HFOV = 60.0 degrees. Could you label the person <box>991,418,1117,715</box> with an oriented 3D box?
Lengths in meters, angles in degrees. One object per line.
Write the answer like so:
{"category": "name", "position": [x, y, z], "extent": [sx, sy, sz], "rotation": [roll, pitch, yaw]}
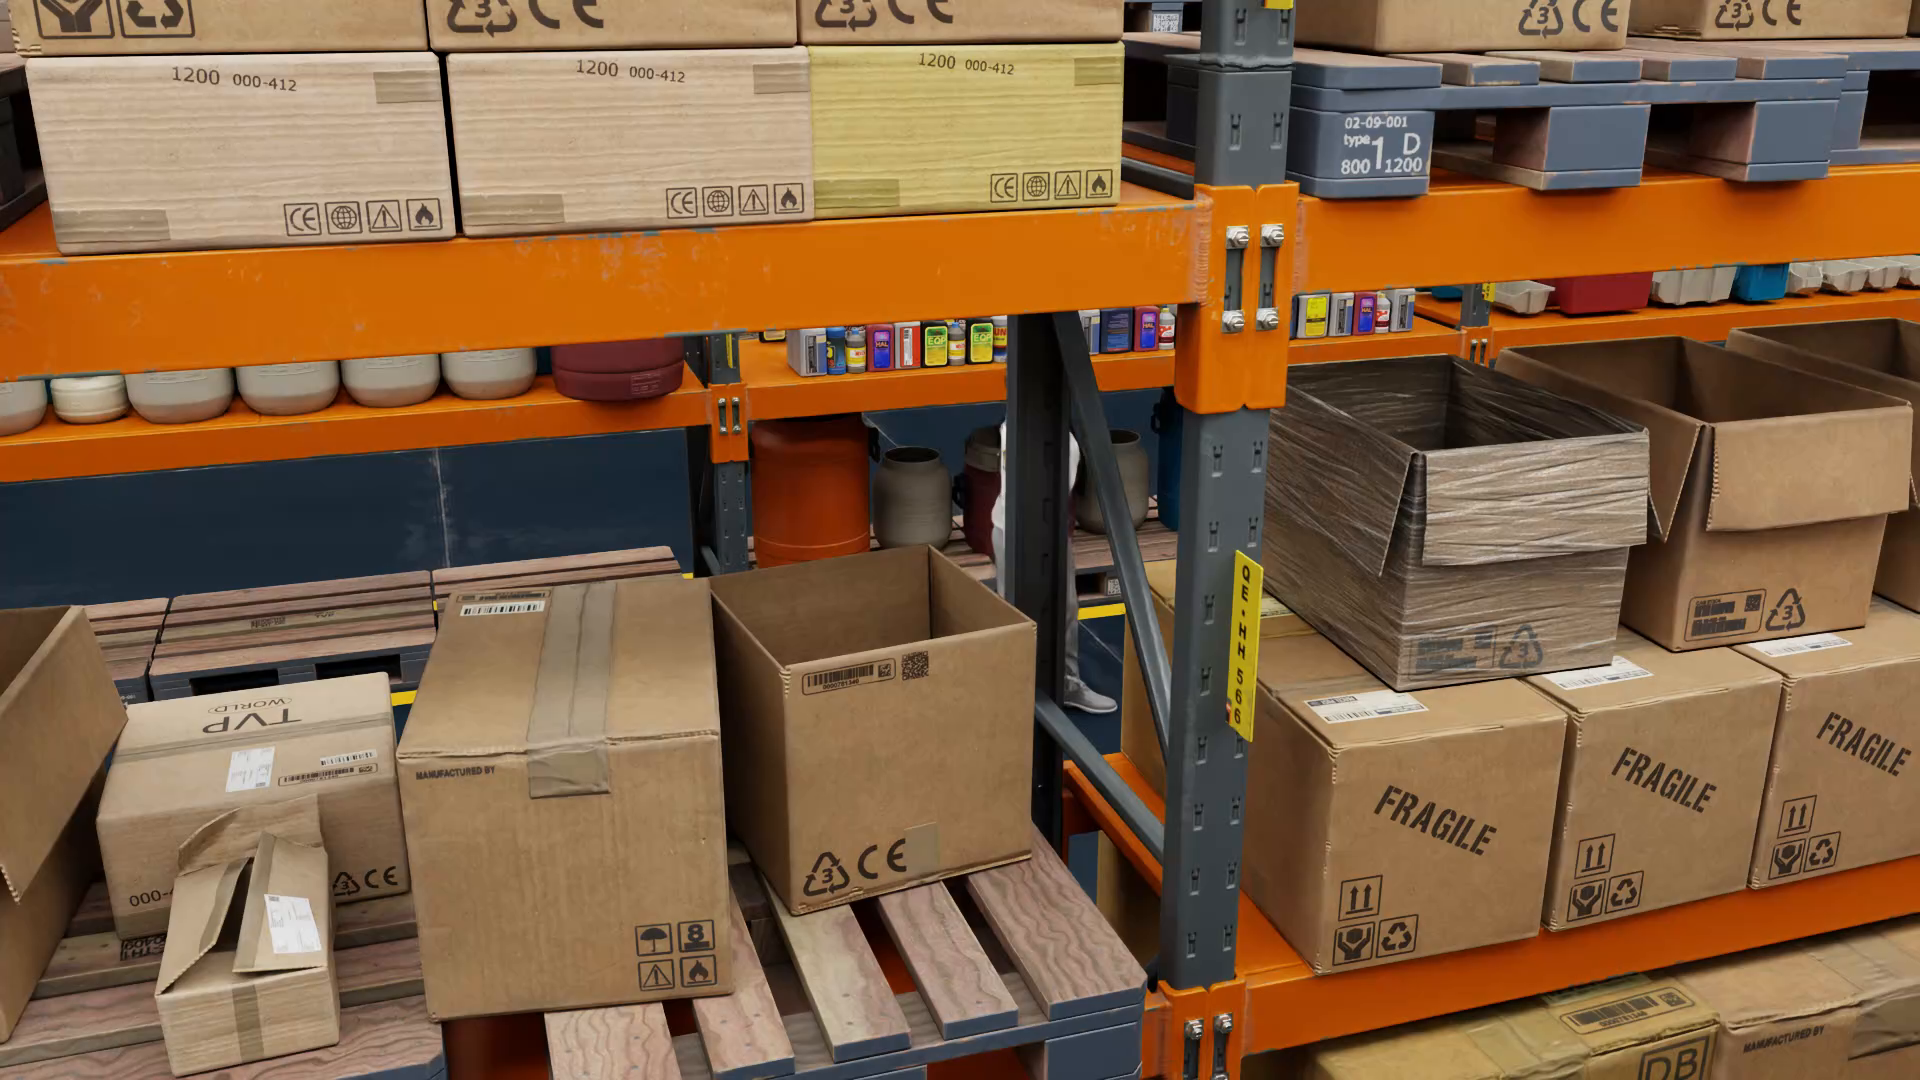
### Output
{"category": "person", "position": [0.361, -0.014, 7.056], "extent": [0.521, 1.681, 0.524], "rotation": [12, 22, 30]}
